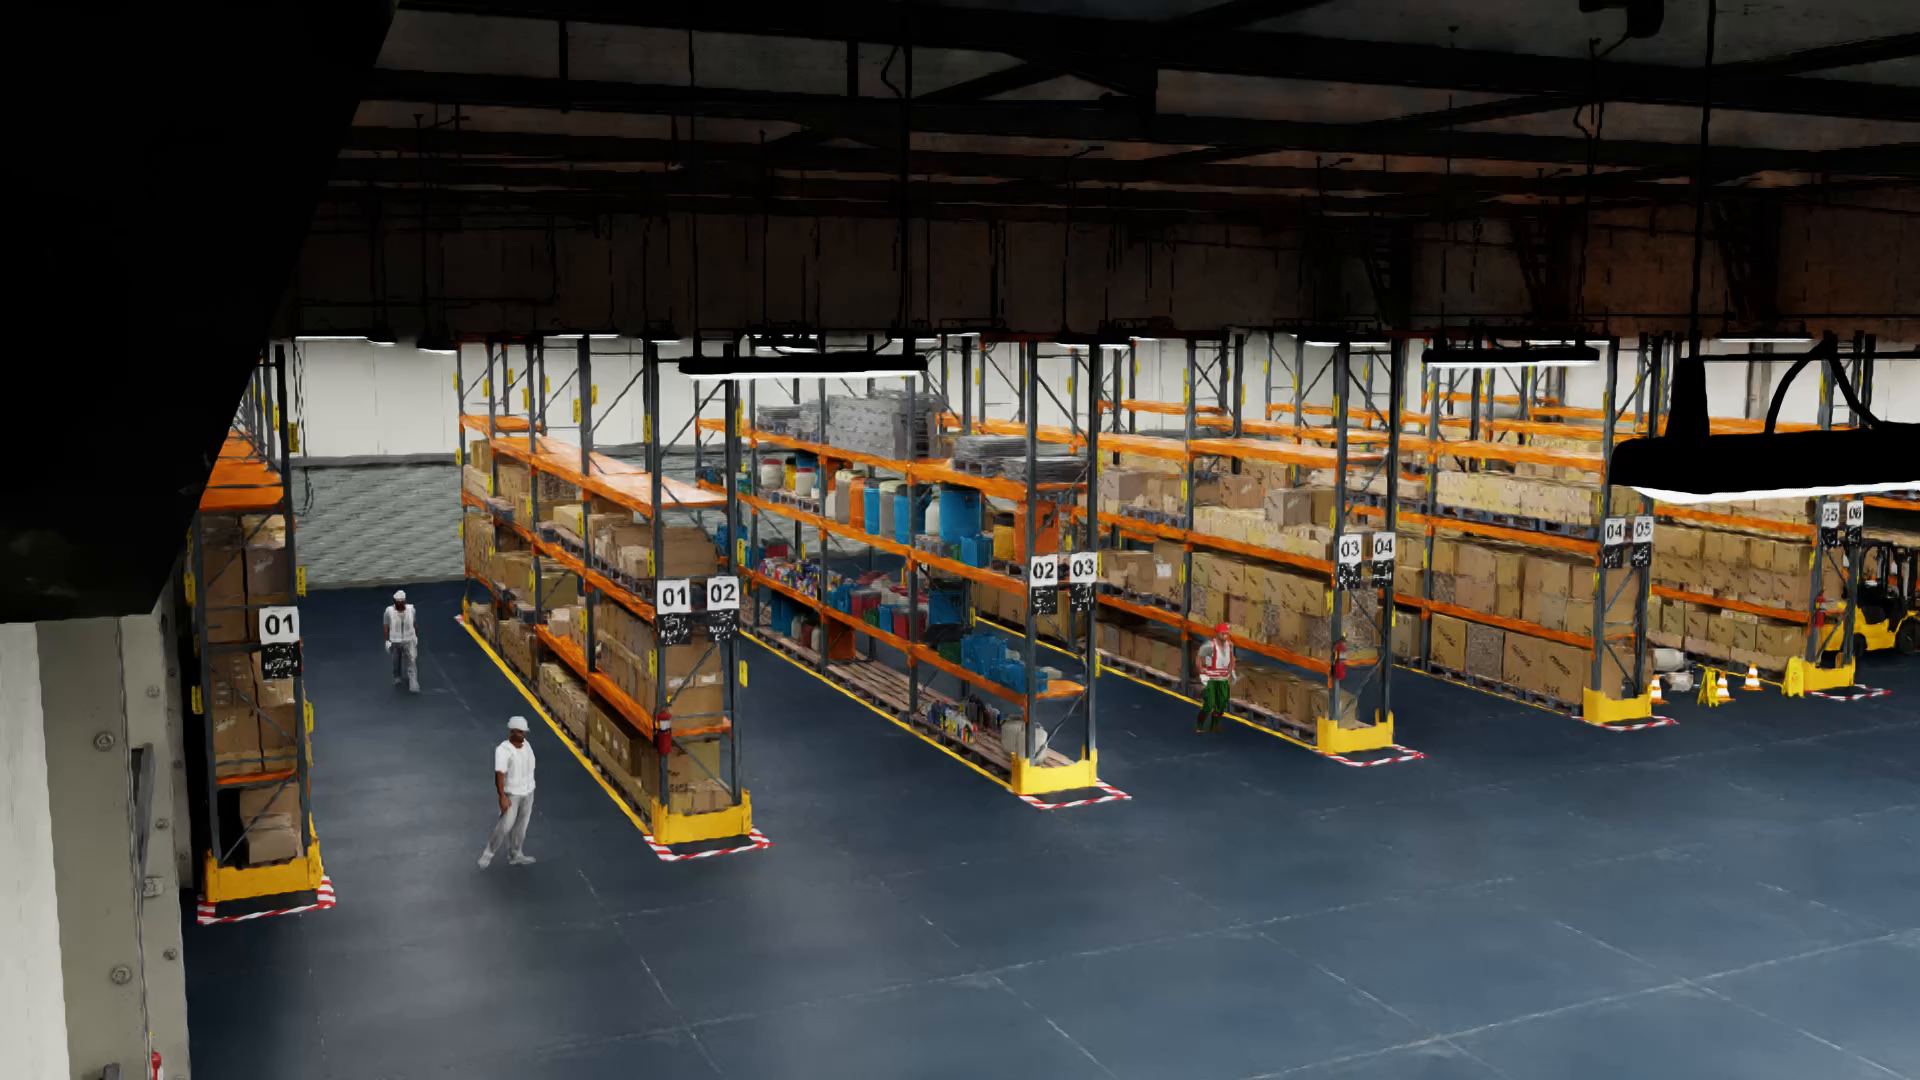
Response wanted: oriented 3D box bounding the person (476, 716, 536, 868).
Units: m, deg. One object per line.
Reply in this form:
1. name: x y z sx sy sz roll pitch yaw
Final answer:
1. person: -5.204 2.896 19.099 0.529 1.759 0.746 4 9 25

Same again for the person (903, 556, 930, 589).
1. person: -0.882 0.737 35.262 0.540 1.673 1.130 -4 9 -26

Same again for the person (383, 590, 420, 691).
1. person: -9.453 1.682 28.146 0.568 1.702 1.106 -3 8 -23

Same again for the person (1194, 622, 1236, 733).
1. person: 3.885 2.089 25.207 0.677 1.741 0.552 -4 9 -25
